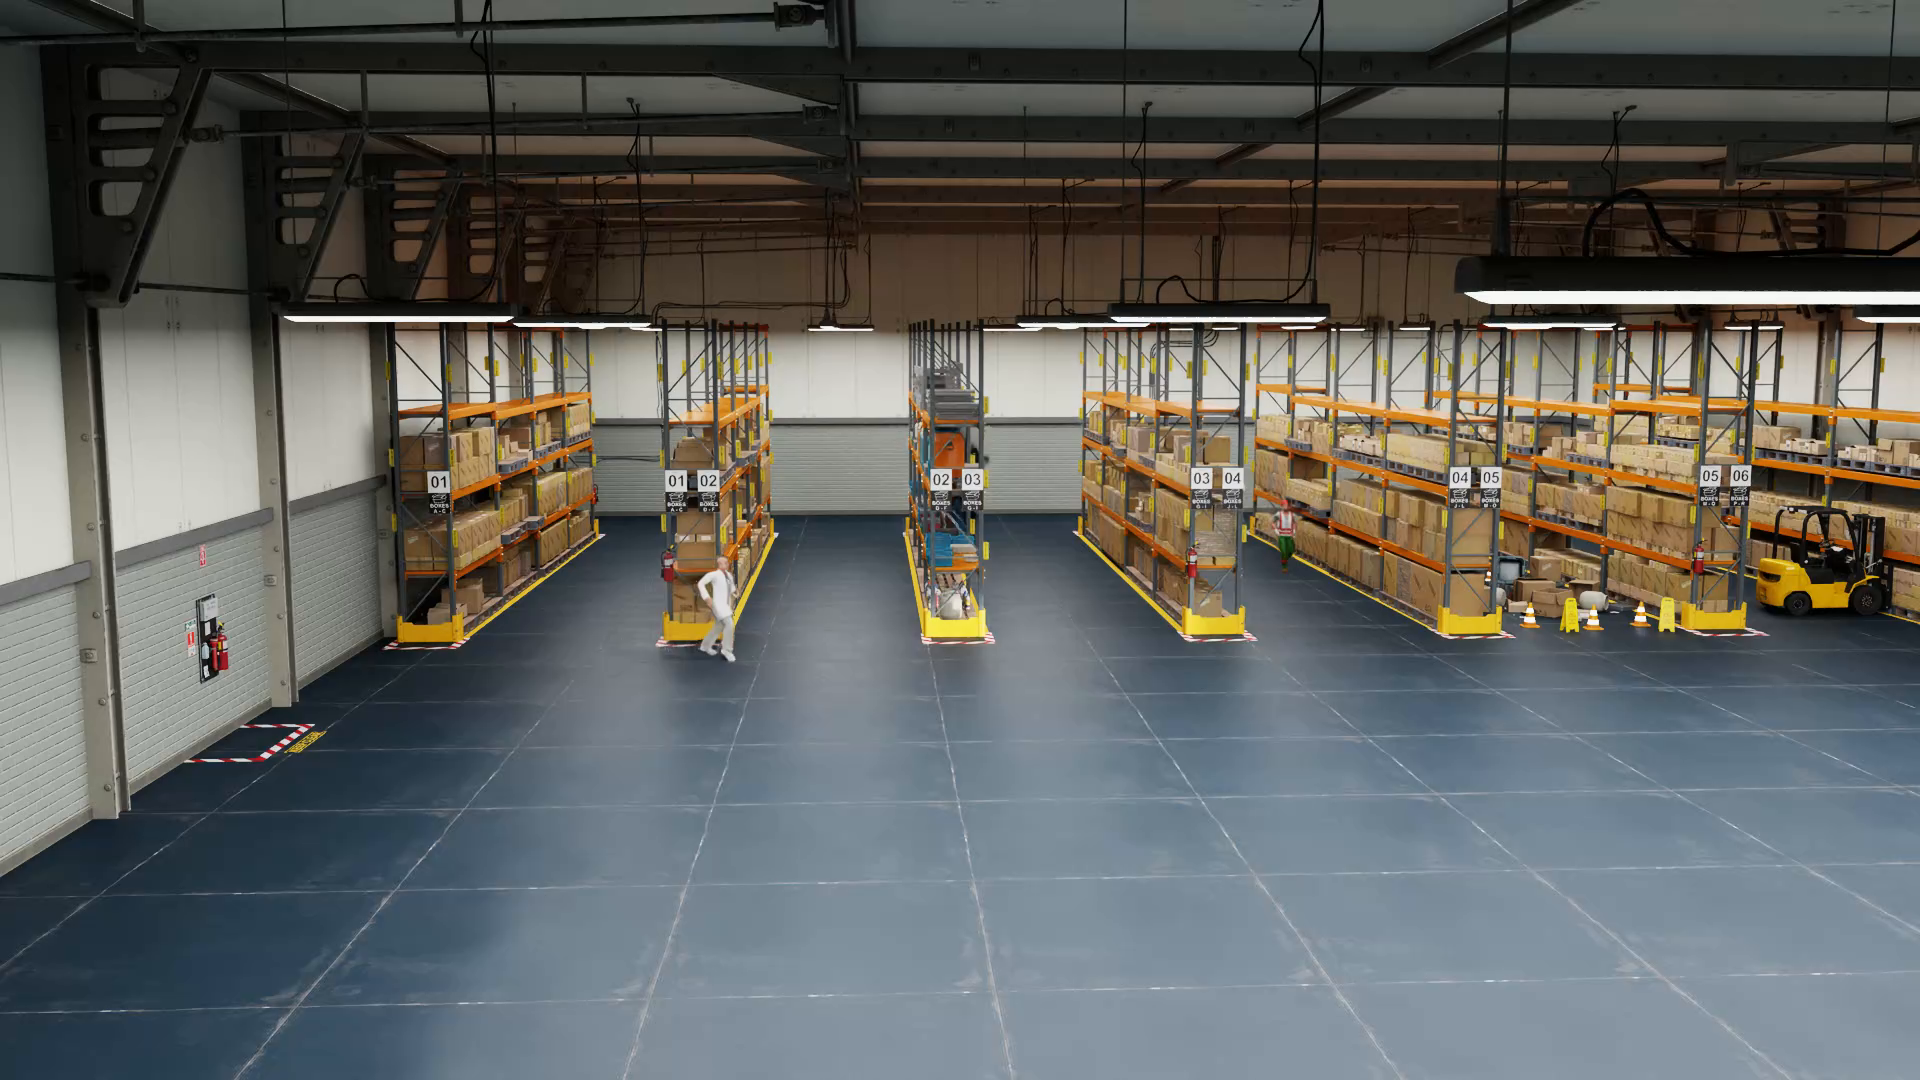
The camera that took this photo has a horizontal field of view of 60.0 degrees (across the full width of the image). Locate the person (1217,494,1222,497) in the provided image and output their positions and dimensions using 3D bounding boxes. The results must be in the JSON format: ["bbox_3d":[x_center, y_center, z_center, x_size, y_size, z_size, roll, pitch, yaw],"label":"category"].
[{"bbox_3d":[7.549,-1.150,48.572,0.877,1.755,0.716,-5,9,-35],"label":"person"}]

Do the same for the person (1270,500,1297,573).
[{"bbox_3d":[7.820,-0.102,40.164,0.666,1.751,0.596,0,7,-3],"label":"person"}]

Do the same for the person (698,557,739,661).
[{"bbox_3d":[-4.267,1.254,29.544,0.807,1.761,0.705,2,7,19],"label":"person"}]
